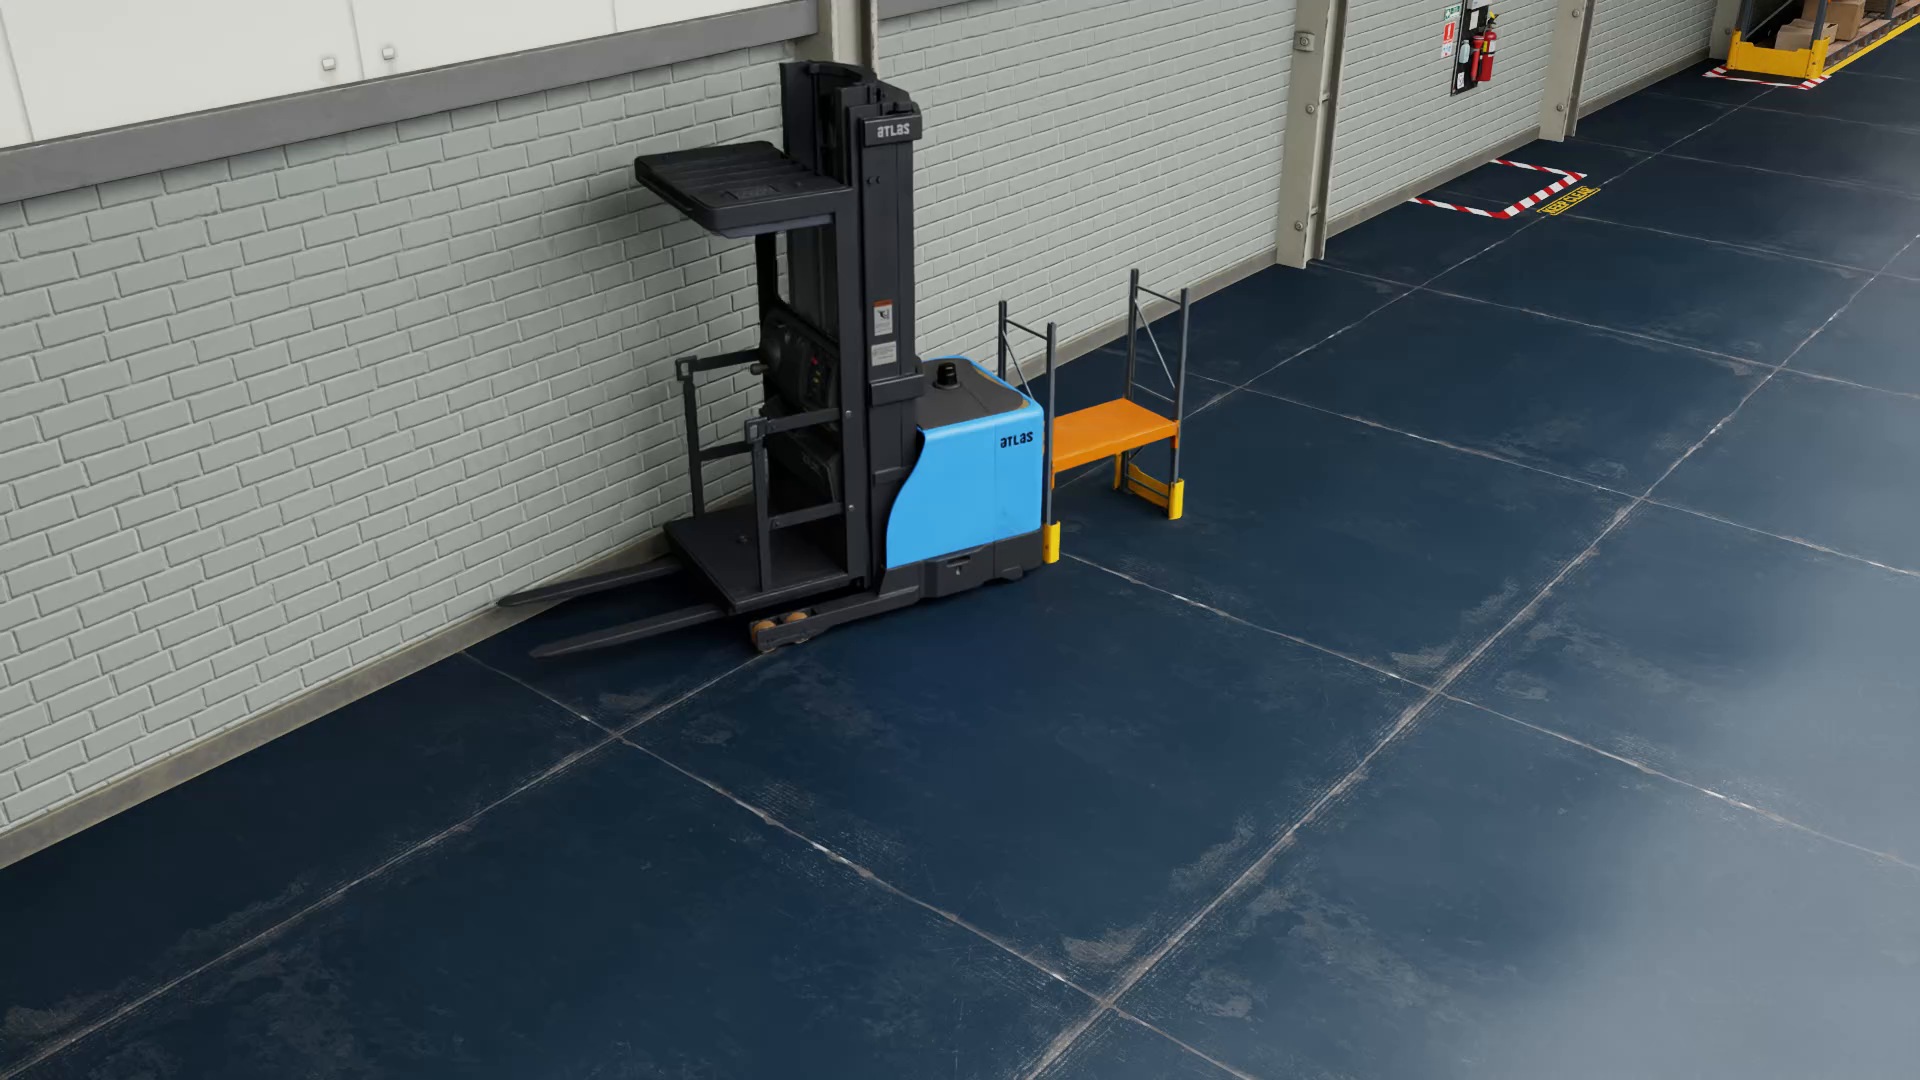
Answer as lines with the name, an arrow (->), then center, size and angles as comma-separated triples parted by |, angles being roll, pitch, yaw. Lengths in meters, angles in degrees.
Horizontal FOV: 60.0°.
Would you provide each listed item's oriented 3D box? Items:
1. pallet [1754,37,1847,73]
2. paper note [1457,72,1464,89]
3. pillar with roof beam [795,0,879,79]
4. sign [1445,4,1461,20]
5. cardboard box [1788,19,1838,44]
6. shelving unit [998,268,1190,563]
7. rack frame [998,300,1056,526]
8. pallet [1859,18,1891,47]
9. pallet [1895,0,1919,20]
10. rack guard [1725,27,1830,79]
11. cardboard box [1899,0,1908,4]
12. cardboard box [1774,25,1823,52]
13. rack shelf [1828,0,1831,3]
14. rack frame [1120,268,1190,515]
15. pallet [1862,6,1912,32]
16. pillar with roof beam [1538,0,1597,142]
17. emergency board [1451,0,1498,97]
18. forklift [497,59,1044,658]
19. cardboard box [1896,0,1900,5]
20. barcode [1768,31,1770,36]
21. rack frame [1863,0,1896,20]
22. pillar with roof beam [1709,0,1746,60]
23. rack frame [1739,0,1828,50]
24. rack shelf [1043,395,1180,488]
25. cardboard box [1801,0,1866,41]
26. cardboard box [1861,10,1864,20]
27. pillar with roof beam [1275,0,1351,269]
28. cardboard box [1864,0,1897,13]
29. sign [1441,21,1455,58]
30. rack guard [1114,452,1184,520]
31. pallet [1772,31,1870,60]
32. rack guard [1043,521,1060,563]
pallet -> 11.539, -6.706, 22.984 | 1.003, 0.211, 1.213 | 21, 34, 34
paper note -> 5.140, -4.715, 17.058 | 0.016, 0.148, 0.142 | 21, 34, 34
pillar with roof beam -> 2.597, -3.166, 6.575 | 9.100, 9.000, 0.400 | 21, 34, 34
sign -> 4.885, -5.233, 16.486 | 0.001, 0.109, 0.331 | 21, 34, 34
cardboard box -> 11.818, -7.062, 23.085 | 0.500, 0.311, 0.500 | 24, 36, 38
shelving unit -> 0.802, -0.776, 10.118 | 1.083, 1.500, 0.587 | -18, 33, -31
rack frame -> 0.383, -0.637, 9.849 | 0.032, 1.500, 0.500 | -18, 33, -31
pallet -> 13.091, -7.571, 24.656 | 1.003, 0.211, 1.213 | 21, 34, 34
pallet -> 14.760, -8.531, 26.510 | 1.003, 0.211, 1.213 | 21, 34, 34
rack guard -> 10.995, -6.557, 22.380 | 1.175, 0.500, 0.348 | 21, 34, 34
cardboard box -> 14.591, -8.776, 26.192 | 0.700, 0.500, 0.500 | 21, 34, 35
cardboard box -> 11.456, -6.860, 22.694 | 0.500, 0.311, 0.500 | 17, 32, 29
rack shelf -> 12.218, -8.030, 23.290 | 1.077, 0.370, 4.000 | 21, 34, 34
rack frame -> 1.207, -0.910, 10.378 | 0.032, 1.500, 0.500 | -18, 33, -31
pallet -> 13.985, -8.096, 25.670 | 1.003, 0.211, 1.213 | 21, 34, 34
pillar with roof beam -> 10.229, -7.420, 14.800 | 9.100, 9.000, 0.400 | 21, 34, 34
emergency board -> 5.306, -5.149, 16.938 | 0.194, 1.169, 0.643 | 21, 34, 34
forklift -> -1.051, -0.969, 8.933 | 3.031, 2.935, 1.130 | -14, 31, -25
cardboard box -> 14.236, -8.607, 25.865 | 0.700, 0.500, 0.500 | 20, 33, 33
barcode -> 11.159, -6.988, 22.930 | 0.001, 0.075, 0.075 | 21, 34, 34
rack frame -> 13.490, -9.058, 24.495 | 1.000, 3.000, 0.127 | 21, 34, 34
pillar with roof beam -> 14.046, -9.547, 18.912 | 9.100, 9.000, 0.400 | 21, 34, 34
rack frame -> 10.946, -7.640, 21.754 | 1.000, 3.000, 0.127 | 21, 34, 34
rack shelf -> 0.795, -0.614, 10.196 | 1.000, 0.185, 0.538 | -18, 33, -31
cardboard box -> 12.324, -7.392, 23.516 | 0.700, 0.500, 0.500 | 18, 33, 31
cardboard box -> 13.173, -7.797, 24.662 | 0.380, 0.166, 0.250 | 16, 31, 28
pillar with roof beam -> 6.413, -5.293, 10.688 | 9.100, 9.000, 0.400 | 21, 34, 34
cardboard box -> 13.946, -8.409, 25.482 | 0.700, 0.500, 0.500 | 22, 35, 36
sign -> 4.875, -4.999, 16.609 | 0.001, 0.329, 0.234 | 21, 34, 34
rack guard -> 1.206, -0.355, 10.664 | 0.087, 0.250, 0.587 | -18, 33, -31
pallet -> 12.315, -7.137, 23.816 | 1.003, 0.211, 1.213 | 21, 34, 34
rack guard -> 0.398, -0.087, 10.147 | 0.087, 0.250, 0.587 | -18, 33, -31
